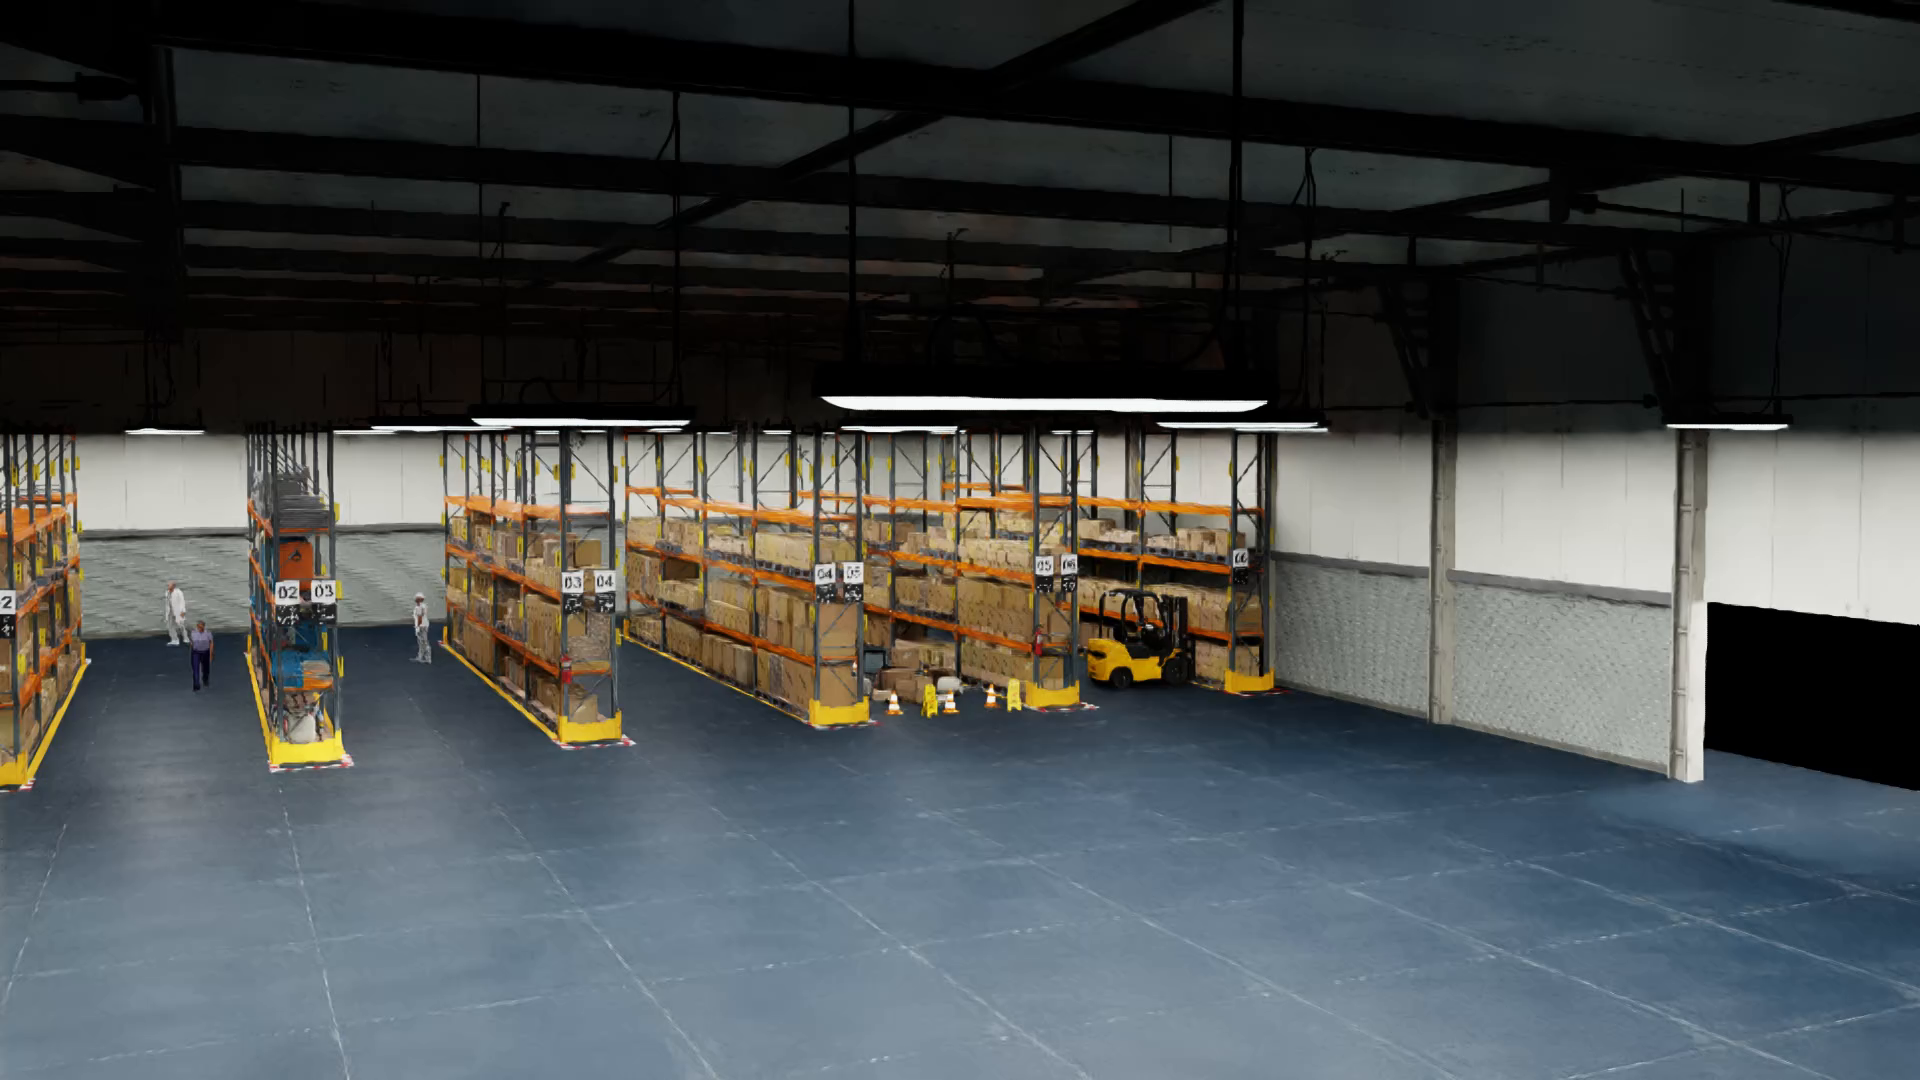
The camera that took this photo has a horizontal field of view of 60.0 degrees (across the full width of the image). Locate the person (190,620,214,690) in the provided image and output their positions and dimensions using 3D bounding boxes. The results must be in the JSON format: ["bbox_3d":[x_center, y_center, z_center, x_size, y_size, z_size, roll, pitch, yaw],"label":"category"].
[{"bbox_3d":[-17.158,2.573,37.647,0.478,1.567,1.093,-2,4,-27],"label":"person"}]

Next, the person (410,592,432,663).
[{"bbox_3d":[-13.633,2.192,42.004,0.575,1.783,0.679,-1,4,-10],"label":"person"}]

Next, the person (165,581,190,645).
[{"bbox_3d":[-21.547,1.987,45.743,0.616,1.765,0.628,1,4,11],"label":"person"}]
